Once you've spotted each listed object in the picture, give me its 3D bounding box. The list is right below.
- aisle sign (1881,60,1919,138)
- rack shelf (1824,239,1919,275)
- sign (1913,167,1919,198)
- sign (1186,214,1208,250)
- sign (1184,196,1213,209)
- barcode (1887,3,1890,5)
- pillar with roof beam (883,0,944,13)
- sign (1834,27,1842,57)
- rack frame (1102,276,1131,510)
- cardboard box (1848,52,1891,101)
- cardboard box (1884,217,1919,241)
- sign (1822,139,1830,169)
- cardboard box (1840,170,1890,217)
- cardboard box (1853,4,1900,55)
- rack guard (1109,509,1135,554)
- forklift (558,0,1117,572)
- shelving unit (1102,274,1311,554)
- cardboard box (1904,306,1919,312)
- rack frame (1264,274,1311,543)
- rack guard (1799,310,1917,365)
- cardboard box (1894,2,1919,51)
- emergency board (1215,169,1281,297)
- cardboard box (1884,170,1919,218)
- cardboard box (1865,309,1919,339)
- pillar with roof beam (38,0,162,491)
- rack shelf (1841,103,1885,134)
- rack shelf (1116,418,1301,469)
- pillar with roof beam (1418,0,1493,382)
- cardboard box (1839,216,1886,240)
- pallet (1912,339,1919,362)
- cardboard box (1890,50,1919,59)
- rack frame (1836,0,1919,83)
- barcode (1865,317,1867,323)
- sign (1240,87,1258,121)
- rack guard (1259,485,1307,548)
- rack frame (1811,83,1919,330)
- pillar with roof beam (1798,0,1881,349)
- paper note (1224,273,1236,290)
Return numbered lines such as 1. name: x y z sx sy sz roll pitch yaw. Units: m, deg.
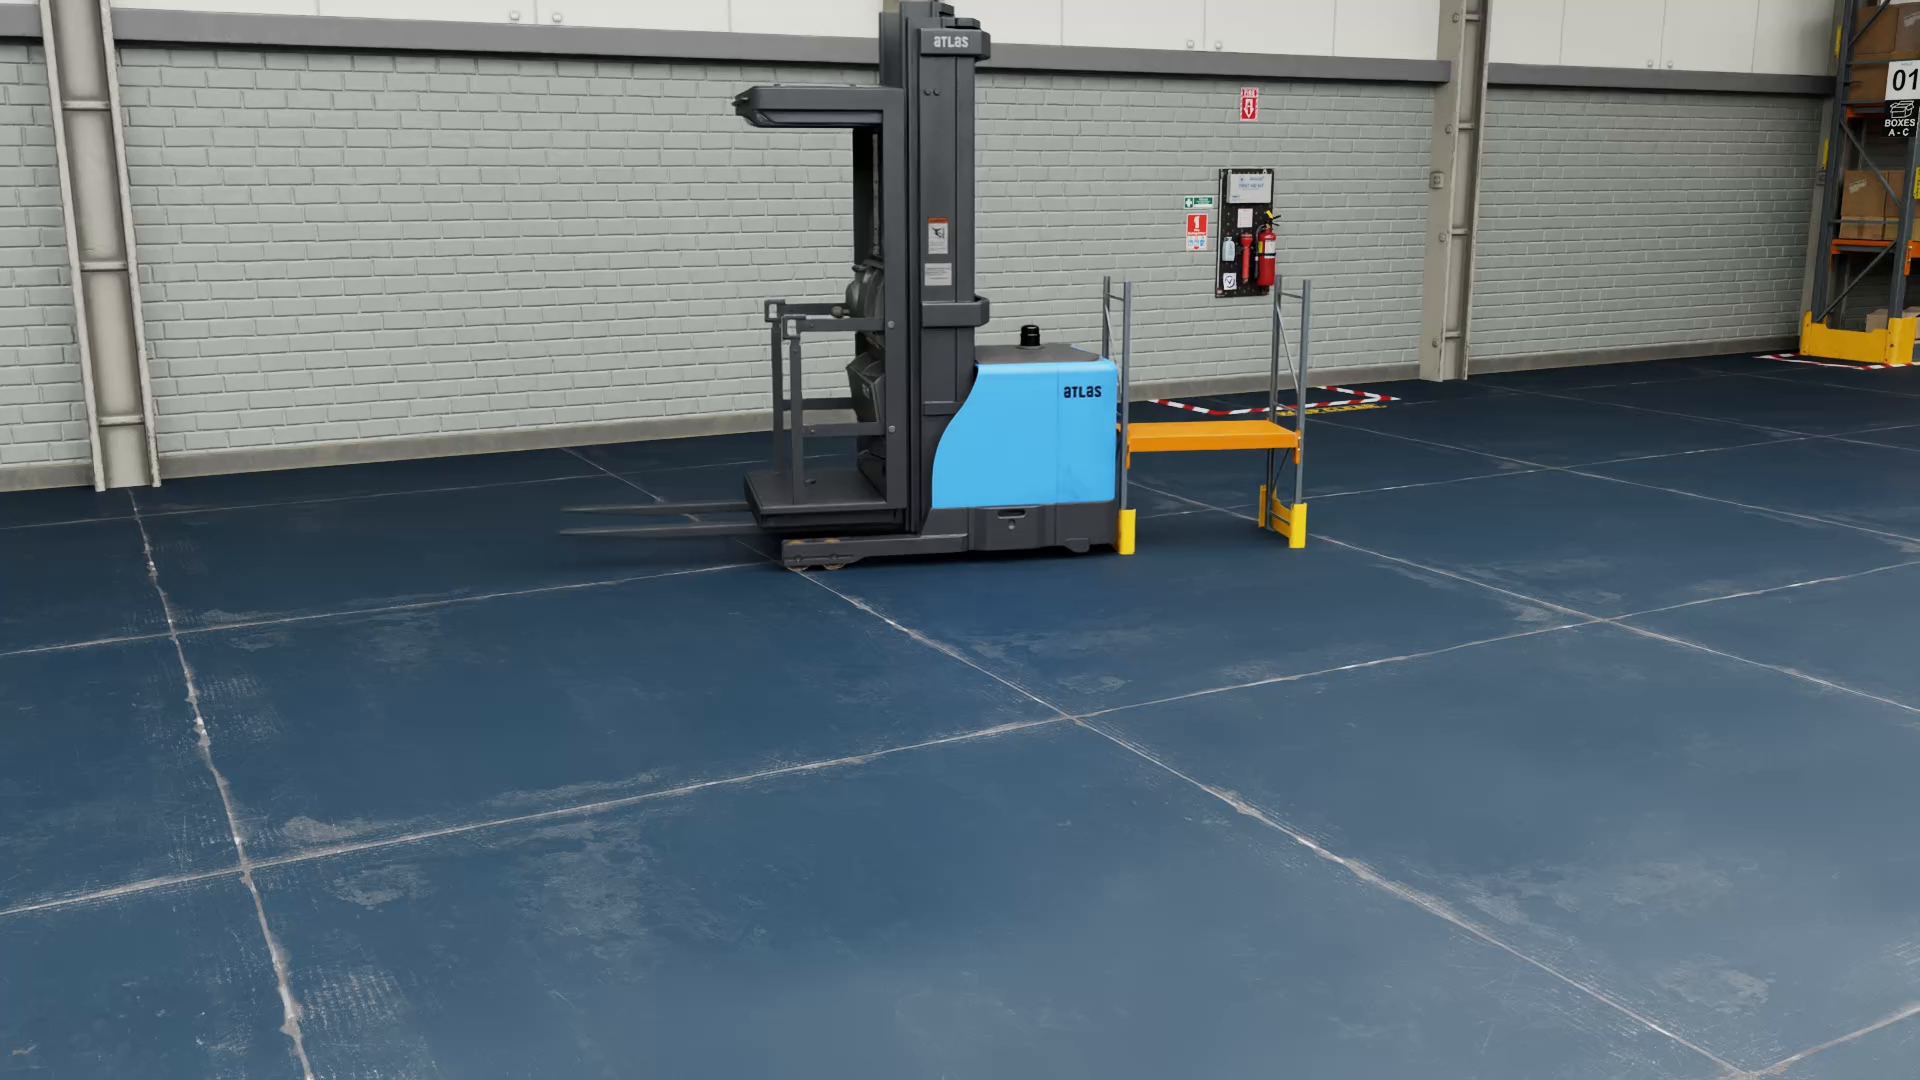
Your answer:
1. aisle sign: 10.041 -4.693 17.708 0.004 0.787 0.394 -7 14 -28
2. rack shelf: 11.716 -3.349 19.298 4.000 0.370 1.077 -7 14 -28
3. sign: 10.221 -3.808 17.725 0.005 0.325 0.100 -7 14 -28
4. sign: 2.172 -2.826 15.251 0.234 0.329 0.001 -7 14 -28
5. sign: 2.180 -3.083 15.187 0.331 0.109 0.001 -7 14 -28
6. barcode: 10.344 -5.954 18.529 0.075 0.075 0.001 -7 14 -28
7. pillar with roof beam: 1.690 -4.565 9.398 0.400 9.000 9.100 -7 14 -28
8. sign: 9.712 -5.494 18.343 0.005 0.325 0.100 -7 14 -28
9. rack frame: 0.869 -0.715 9.369 0.032 1.500 0.500 -2 13 -9
10. cardboard box: 10.205 -5.105 18.354 0.500 0.500 0.500 -6 14 -24
11. cardboard box: 10.541 -3.417 18.255 0.500 0.250 0.500 -7 15 -29
12. sign: 9.712 -4.318 18.607 0.005 0.325 0.100 -7 14 -28
13. cardboard box: 10.272 -3.883 18.619 0.500 0.500 0.500 -7 14 -28
14. cardboard box: 10.214 -5.595 18.258 0.500 0.500 0.500 -6 14 -25
15. rack guard: 0.888 -0.106 9.509 0.087 0.250 0.587 -2 13 -9
16. forklift: -0.698 -1.386 9.094 3.031 2.935 1.130 -3 13 -12
17. shelving unit: 1.380 -0.733 9.450 1.083 1.500 0.587 -2 13 -9
18. cardboard box: 11.111 -2.508 19.044 0.500 0.311 0.500 -6 14 -23
19. rack frame: 1.873 -0.751 9.528 0.032 1.500 0.500 -2 13 -9
20. rack guard: 10.027 -2.278 18.594 0.348 0.500 1.175 -7 14 -28
21. cardboard box: 10.415 -5.493 17.804 0.500 0.500 0.500 -8 15 -32
22. emergency board: 2.707 -2.846 15.425 0.643 1.169 0.194 -7 14 -28
23. cardboard box: 10.523 -3.785 18.182 0.500 0.500 0.500 -7 14 -28
24. cardboard box: 10.611 -2.448 18.778 0.500 0.311 0.500 -9 15 -34
25. pillar with roof beam: -3.576 -3.934 6.593 0.400 9.000 9.100 -7 14 -28
26. rack shelf: 11.716 -4.813 18.969 4.000 0.370 1.077 -7 14 -28
27. rack shelf: 1.371 -0.557 9.488 1.000 0.185 0.538 -2 13 -9
28. pillar with roof beam: 6.957 -5.196 12.203 0.400 9.000 9.100 -7 14 -28
29. cardboard box: 10.278 -3.513 18.683 0.500 0.250 0.500 -7 14 -27
30. pallet: 10.757 -2.216 18.976 1.213 0.211 1.003 -7 14 -28
31. cardboard box: 10.374 -4.999 17.884 0.500 0.500 0.500 -6 14 -26
32. rack frame: 9.960 -6.417 17.626 0.127 3.000 1.000 -7 14 -28
33. barcode: 10.435 -2.532 19.128 0.075 0.075 0.001 -7 14 -28
34. sign: 2.652 -3.996 15.252 0.199 0.298 0.001 -7 14 -28
35. rack guard: 1.871 -0.141 9.665 0.087 0.250 0.587 -2 13 -9
36. rack frame: 9.960 -3.490 18.284 0.127 3.000 1.000 -7 14 -28
37. pillar with roof beam: 12.223 -5.827 15.007 0.400 9.000 9.100 -7 14 -28
38. paper note: 2.518 -2.411 15.498 0.142 0.148 0.016 -7 14 -28
